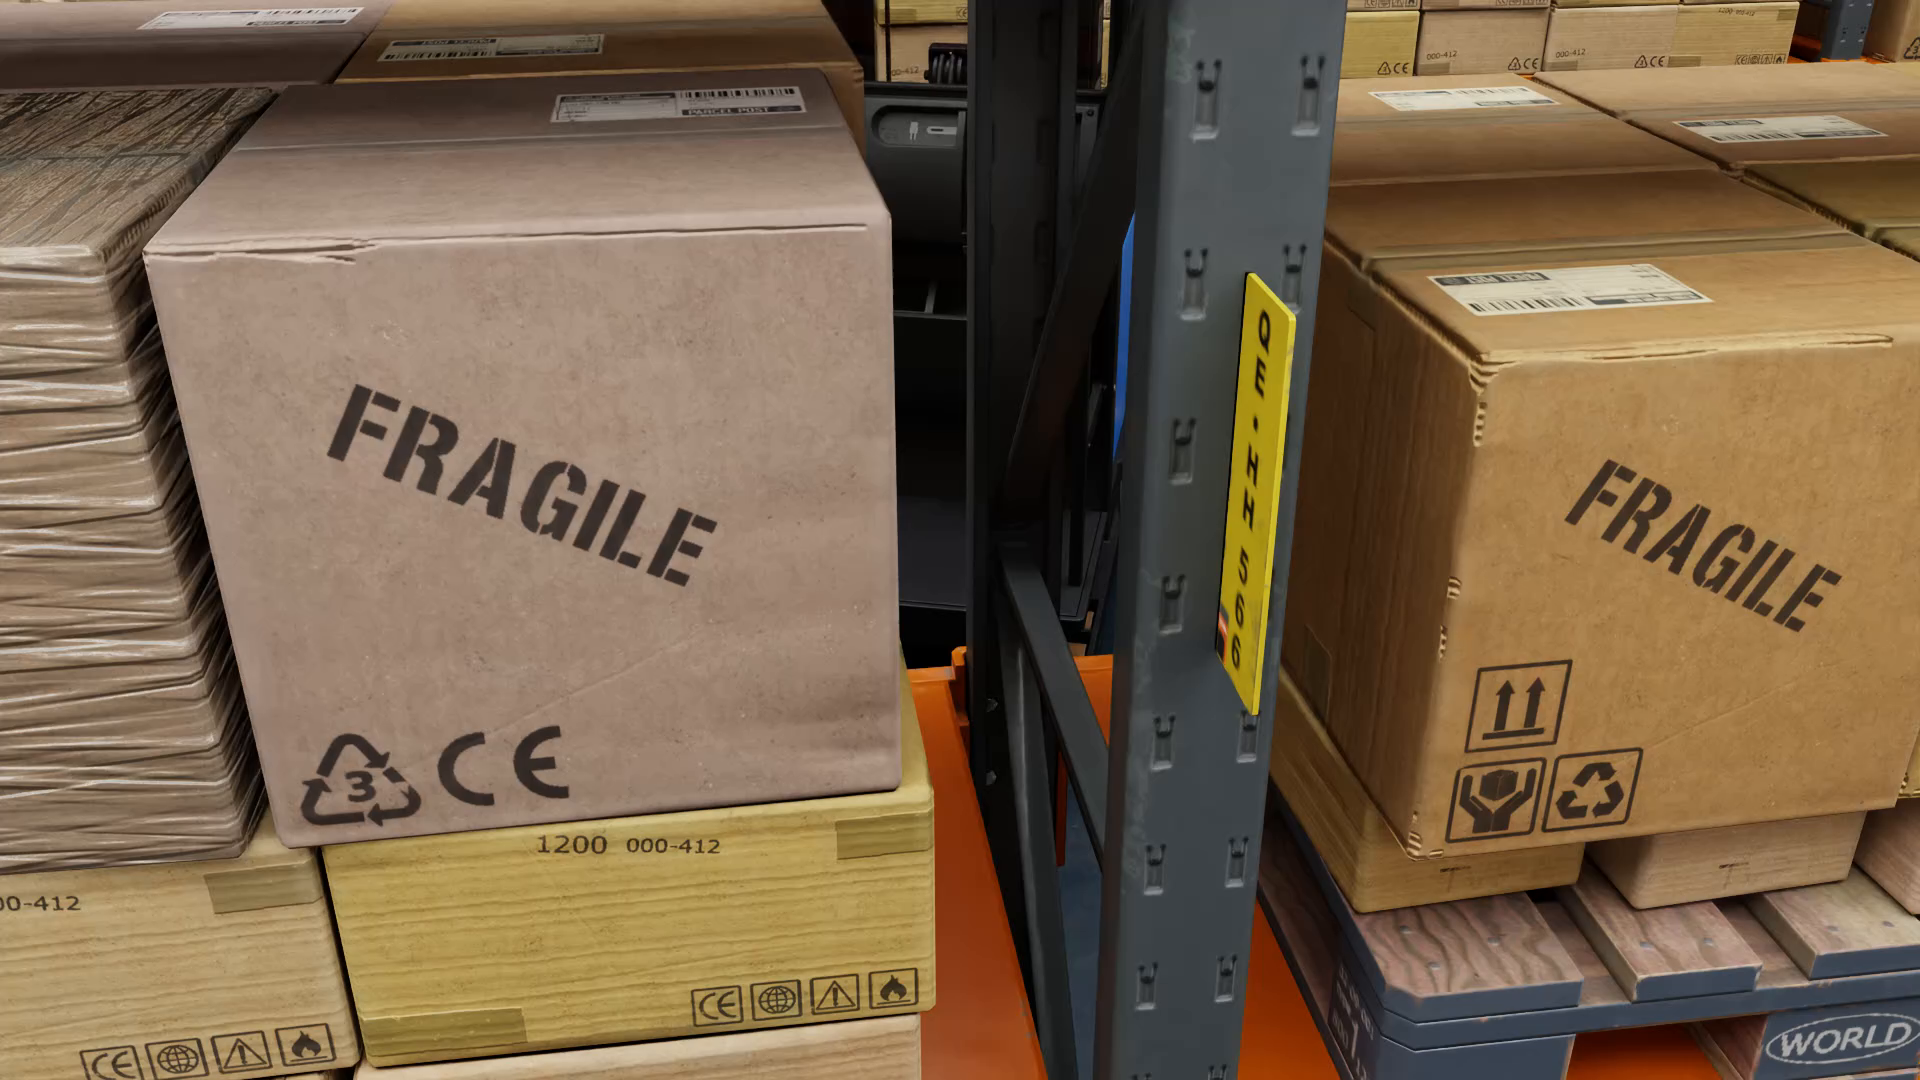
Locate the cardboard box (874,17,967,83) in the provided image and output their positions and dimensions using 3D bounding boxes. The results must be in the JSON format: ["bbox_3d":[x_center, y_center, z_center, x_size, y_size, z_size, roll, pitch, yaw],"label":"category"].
[{"bbox_3d":[-0.082,-1.860,6.254,0.500,0.250,0.500,-4,27,-7],"label":"cardboard box"}]

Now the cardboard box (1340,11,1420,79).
[{"bbox_3d":[1.440,-1.958,6.444,0.500,0.250,0.500,-3,27,-5],"label":"cardboard box"}]

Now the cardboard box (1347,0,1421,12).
[{"bbox_3d":[1.437,-2.183,6.335,0.500,0.250,0.500,-3,27,-6],"label":"cardboard box"}]

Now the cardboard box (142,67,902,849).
[{"bbox_3d":[-0.335,-0.104,1.461,0.500,0.500,0.500,-4,27,-9],"label":"cardboard box"}]

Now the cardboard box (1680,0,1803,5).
[{"bbox_3d":[2.955,-2.272,6.510,0.500,0.250,0.500,-4,27,-8],"label":"cardboard box"}]

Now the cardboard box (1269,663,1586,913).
[{"bbox_3d":[0.488,0.223,1.845,0.250,0.149,0.380,-5,28,-10],"label":"cardboard box"}]

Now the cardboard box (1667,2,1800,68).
[{"bbox_3d":[2.943,-2.046,6.617,0.500,0.250,0.500,-3,27,-6],"label":"cardboard box"}]

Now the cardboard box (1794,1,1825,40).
[{"bbox_3d":[3.813,-2.459,7.147,0.500,0.500,0.500,-4,27,-7],"label":"cardboard box"}]

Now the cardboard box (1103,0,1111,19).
[{"bbox_3d":[0.414,-2.114,6.201,0.500,0.250,0.500,-3,27,-5],"label":"cardboard box"}]

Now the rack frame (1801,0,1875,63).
[{"bbox_3d":[3.406,-2.263,6.876,0.127,3.000,1.000,-4,27,-7],"label":"rack frame"}]

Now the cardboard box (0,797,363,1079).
[{"bbox_3d":[-0.811,0.259,1.576,0.500,0.250,0.500,-4,27,-8],"label":"cardboard box"}]

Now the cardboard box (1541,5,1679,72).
[{"bbox_3d":[2.446,-2.012,6.550,0.500,0.250,0.500,-4,27,-7],"label":"cardboard box"}]

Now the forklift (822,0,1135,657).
[{"bbox_3d":[-0.112,-1.023,4.532,1.130,2.935,3.031,5,28,9],"label":"forklift"}]

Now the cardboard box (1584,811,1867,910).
[{"bbox_3d":[0.772,0.220,1.850,0.250,0.149,0.380,-5,28,-10],"label":"cardboard box"}]

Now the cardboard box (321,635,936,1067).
[{"bbox_3d":[-0.304,0.225,1.643,0.500,0.250,0.500,-4,27,-7],"label":"cardboard box"}]

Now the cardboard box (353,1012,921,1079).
[{"bbox_3d":[-0.325,0.451,1.750,0.500,0.250,0.500,-5,28,-9],"label":"cardboard box"}]

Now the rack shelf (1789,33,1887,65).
[{"bbox_3d":[5.386,-2.071,7.288,4.000,0.370,1.077,-4,27,-7],"label":"rack shelf"}]

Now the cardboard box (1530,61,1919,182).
[{"bbox_3d":[1.062,-0.322,2.195,0.500,0.500,0.500,-4,27,-8],"label":"cardboard box"}]

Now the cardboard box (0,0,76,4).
[{"bbox_3d":[-3.087,-1.797,5.653,0.258,0.266,0.396,-2,27,-5],"label":"cardboard box"}]

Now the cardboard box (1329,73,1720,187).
[{"bbox_3d":[0.551,-0.284,2.122,0.500,0.500,0.500,-4,27,-9],"label":"cardboard box"}]

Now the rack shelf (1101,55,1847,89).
[{"bbox_3d":[1.425,-1.816,6.792,4.000,0.370,1.077,-4,27,-7],"label":"rack shelf"}]

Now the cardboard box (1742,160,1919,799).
[{"bbox_3d":[1.133,-0.089,1.743,0.500,0.500,0.500,-2,27,-4],"label":"cardboard box"}]

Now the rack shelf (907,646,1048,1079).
[{"bbox_3d":[-1.840,0.682,1.923,4.000,0.370,1.077,-4,27,-7],"label":"rack shelf"}]

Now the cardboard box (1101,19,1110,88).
[{"bbox_3d":[0.417,-1.890,6.312,0.500,0.250,0.500,-4,27,-8],"label":"cardboard box"}]

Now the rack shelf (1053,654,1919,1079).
[{"bbox_3d":[2.121,0.427,2.419,4.000,0.370,1.077,-4,27,-7],"label":"rack shelf"}]

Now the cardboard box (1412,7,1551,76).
[{"bbox_3d":[1.950,-1.994,6.515,0.500,0.250,0.500,-4,27,-7],"label":"cardboard box"}]

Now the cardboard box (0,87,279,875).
[{"bbox_3d":[-0.842,-0.067,1.391,0.500,0.500,0.500,-3,27,-6],"label":"cardboard box"}]

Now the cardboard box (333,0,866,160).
[{"bbox_3d":[-0.382,-0.334,1.910,0.500,0.500,0.500,-5,28,-9],"label":"cardboard box"}]

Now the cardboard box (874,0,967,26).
[{"bbox_3d":[-0.078,-2.071,6.118,0.500,0.250,0.500,-4,27,-7],"label":"cardboard box"}]

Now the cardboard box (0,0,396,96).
[{"bbox_3d":[-0.872,-0.298,1.840,0.500,0.500,0.500,-4,27,-7],"label":"cardboard box"}]

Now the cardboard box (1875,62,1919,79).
[{"bbox_3d":[1.562,-0.354,2.259,0.500,0.500,0.500,-6,28,-11],"label":"cardboard box"}]

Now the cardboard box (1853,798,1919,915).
[{"bbox_3d":[1.050,0.224,1.844,0.250,0.149,0.380,-5,28,-10],"label":"cardboard box"}]

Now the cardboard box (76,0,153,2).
[{"bbox_3d":[-2.716,-1.999,5.790,0.500,0.500,0.700,-4,27,-7],"label":"cardboard box"}]

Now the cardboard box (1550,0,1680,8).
[{"bbox_3d":[2.447,-2.236,6.439,0.500,0.250,0.500,-4,27,-8],"label":"cardboard box"}]

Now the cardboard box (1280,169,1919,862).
[{"bbox_3d":[0.618,-0.053,1.672,0.500,0.500,0.500,-4,27,-9],"label":"cardboard box"}]

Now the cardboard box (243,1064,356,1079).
[{"bbox_3d":[-0.828,0.490,1.673,0.500,0.250,0.500,-3,27,-6],"label":"cardboard box"}]

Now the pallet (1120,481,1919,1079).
[{"bbox_3d":[0.831,0.226,2.233,1.003,0.211,1.213,-4,27,-7],"label":"pallet"}]

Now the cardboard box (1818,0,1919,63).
[{"bbox_3d":[3.882,-2.218,6.678,0.500,0.500,0.500,-4,27,-9],"label":"cardboard box"}]

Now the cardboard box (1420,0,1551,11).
[{"bbox_3d":[1.940,-2.207,6.381,0.500,0.250,0.500,-3,27,-6],"label":"cardboard box"}]

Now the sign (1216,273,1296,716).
[{"bbox_3d":[0.221,-0.030,1.254,0.005,0.325,0.100,-4,27,-7],"label":"sign"}]
